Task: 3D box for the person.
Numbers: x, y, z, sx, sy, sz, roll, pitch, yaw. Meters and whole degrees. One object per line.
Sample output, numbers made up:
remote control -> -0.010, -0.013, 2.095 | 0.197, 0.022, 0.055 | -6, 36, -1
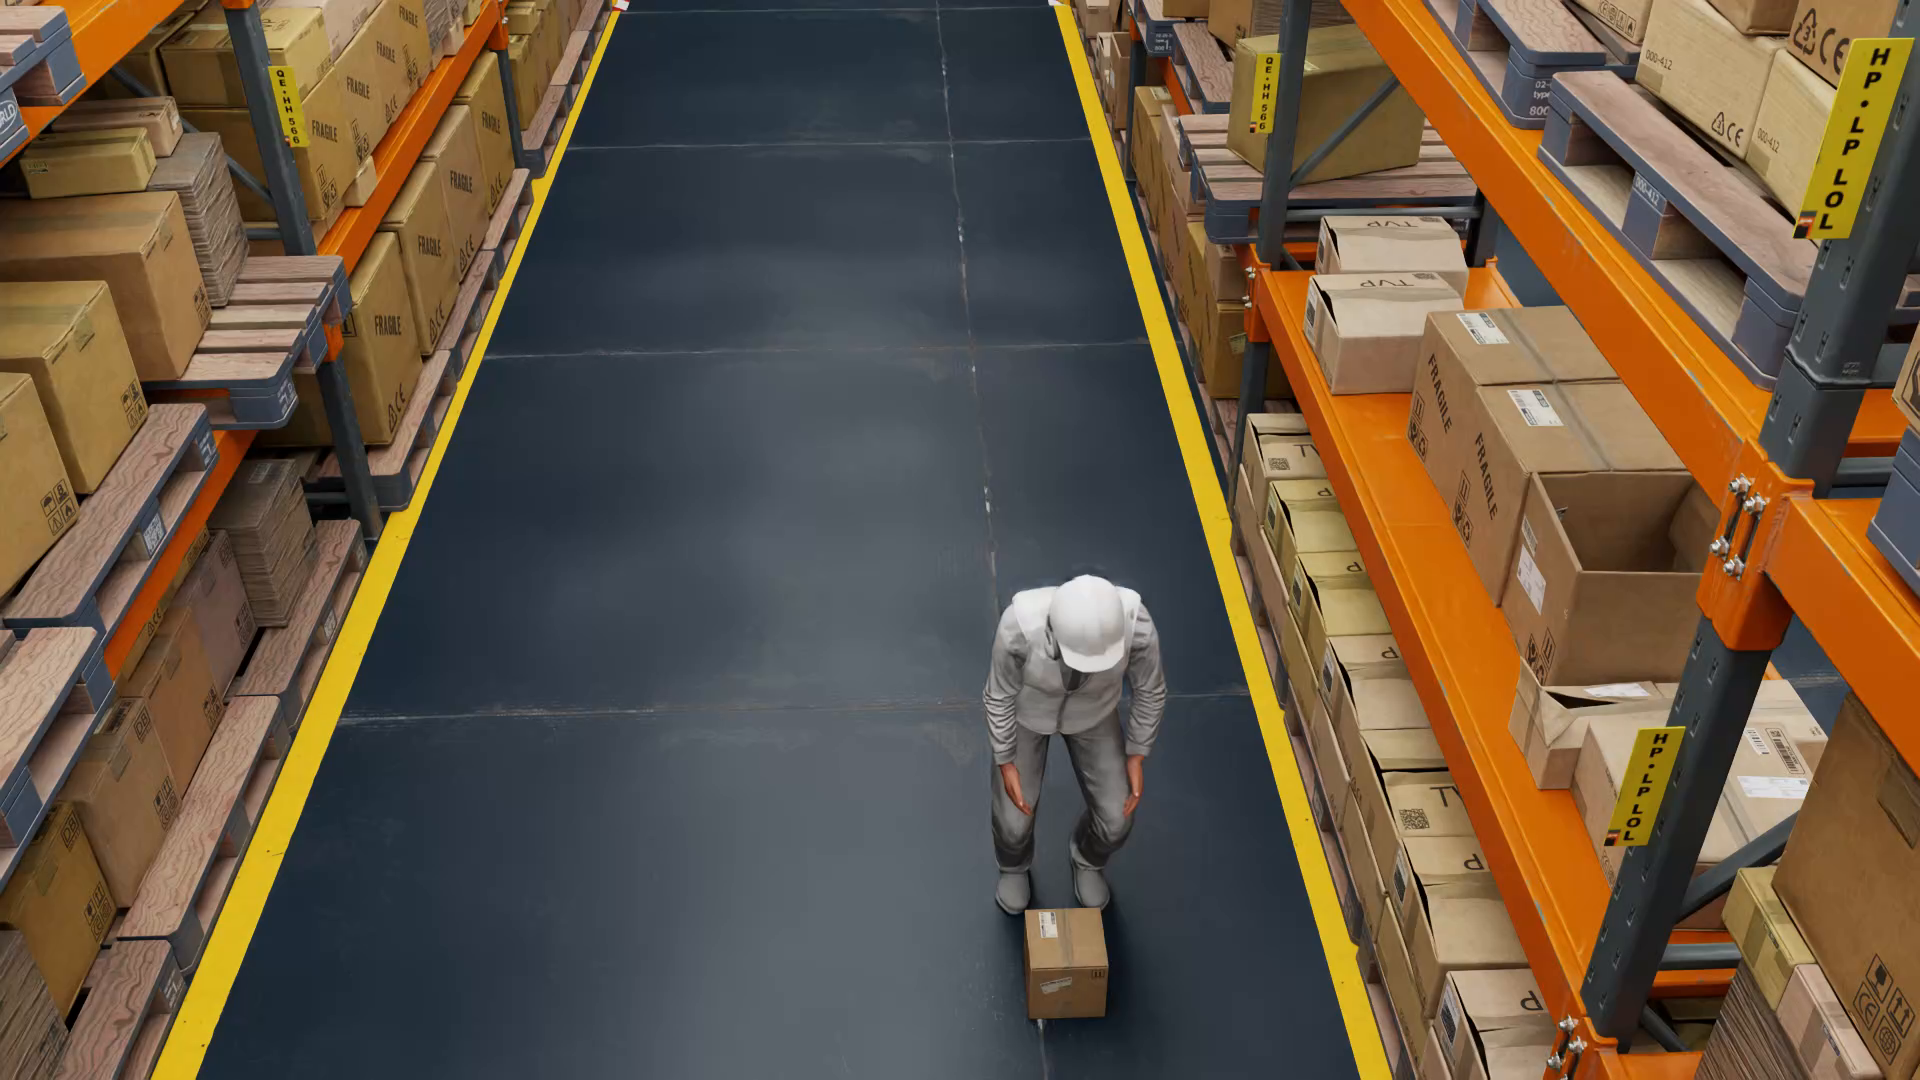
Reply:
person -> 0.365, 0.652, 5.454 | 0.591, 1.478, 0.734 | -1, 35, -2
